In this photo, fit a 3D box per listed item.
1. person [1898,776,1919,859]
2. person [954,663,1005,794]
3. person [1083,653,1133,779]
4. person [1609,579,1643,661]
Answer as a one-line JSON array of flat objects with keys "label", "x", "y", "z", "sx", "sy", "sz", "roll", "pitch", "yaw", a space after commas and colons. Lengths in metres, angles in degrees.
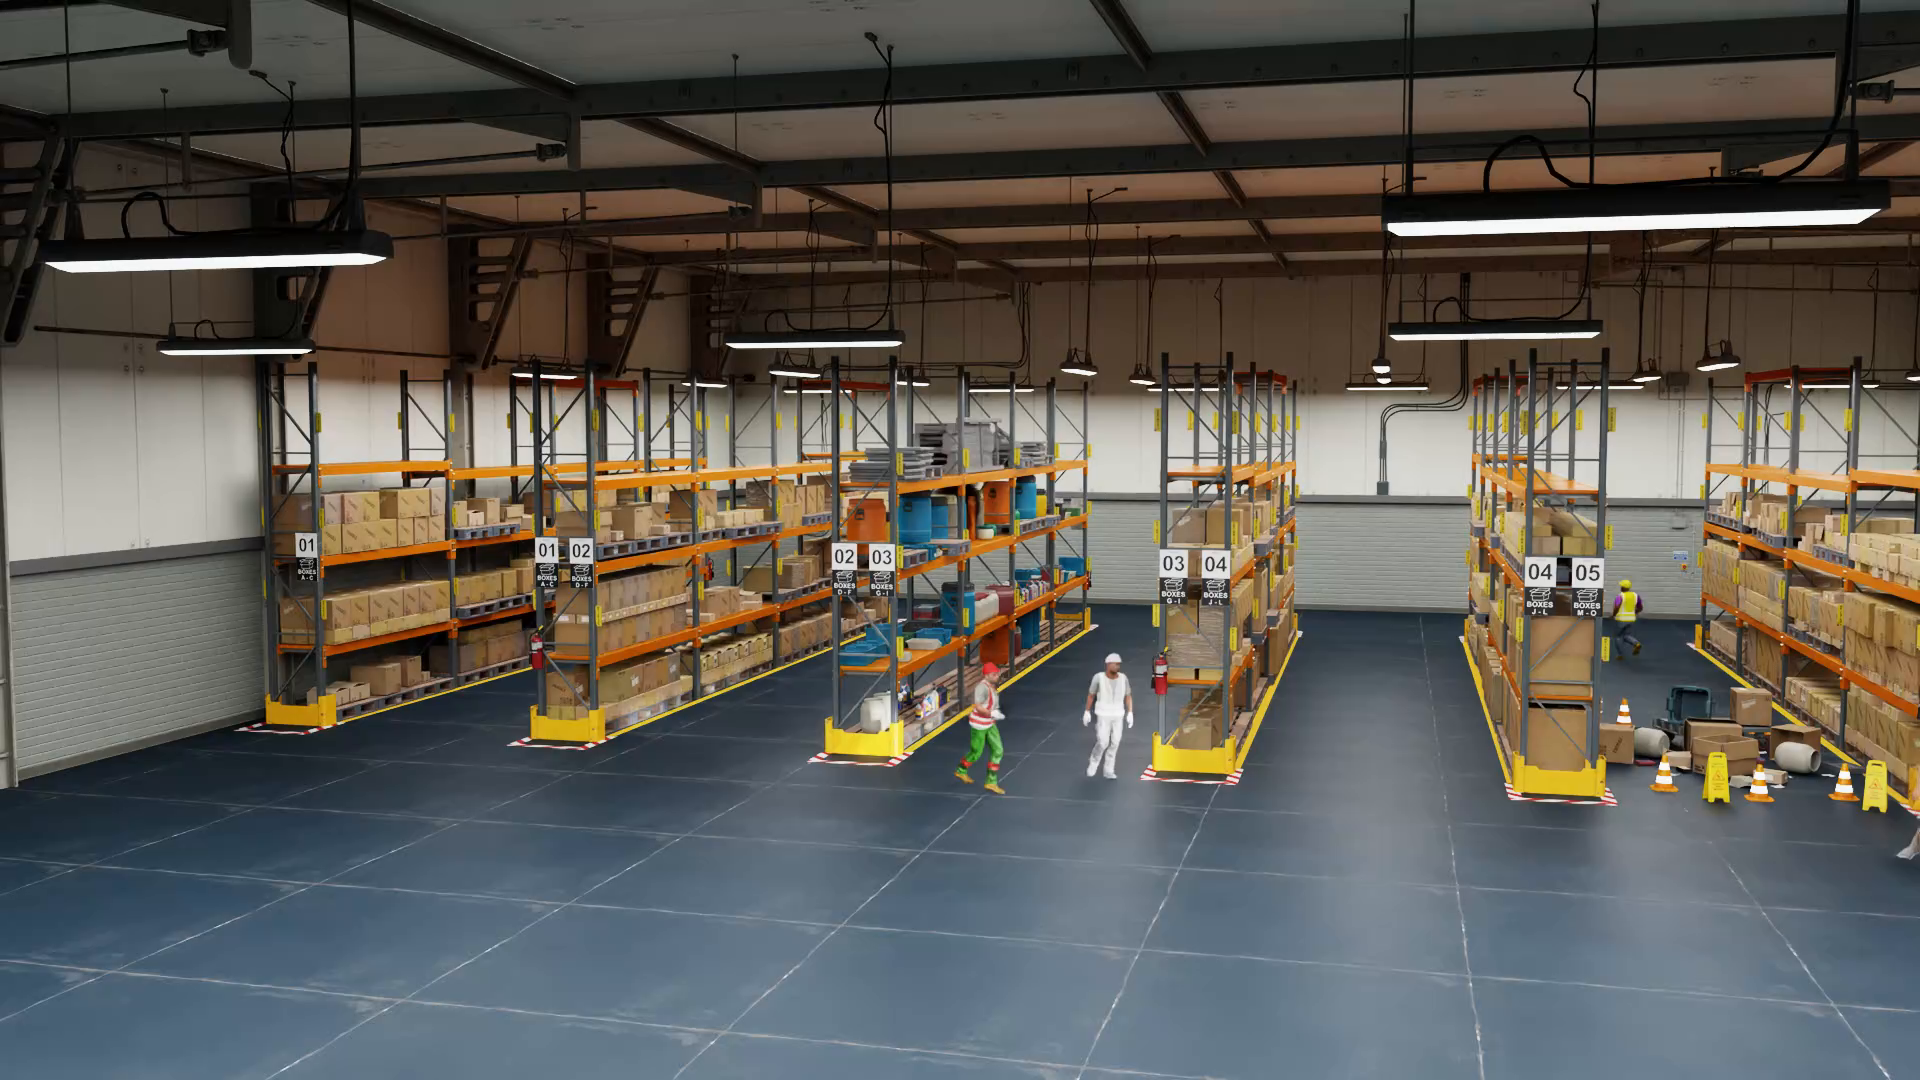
[{"label": "person", "x": 10.984, "y": 2.871, "z": 18.511, "sx": 0.831, "sy": 1.646, "sz": 0.643, "roll": 1, "pitch": 4, "yaw": 10}, {"label": "person", "x": 0.227, "y": 2.534, "z": 22.584, "sx": 0.846, "sy": 1.778, "sz": 0.612, "roll": 3, "pitch": 5, "yaw": 33}, {"label": "person", "x": 2.082, "y": 2.465, "z": 23.331, "sx": 0.650, "sy": 1.771, "sz": 0.478, "roll": -1, "pitch": 4, "yaw": -16}, {"label": "person", "x": 14.027, "y": 1.692, "z": 34.970, "sx": 0.707, "sy": 1.724, "sz": 0.721, "roll": -1, "pitch": 4, "yaw": -14}]
